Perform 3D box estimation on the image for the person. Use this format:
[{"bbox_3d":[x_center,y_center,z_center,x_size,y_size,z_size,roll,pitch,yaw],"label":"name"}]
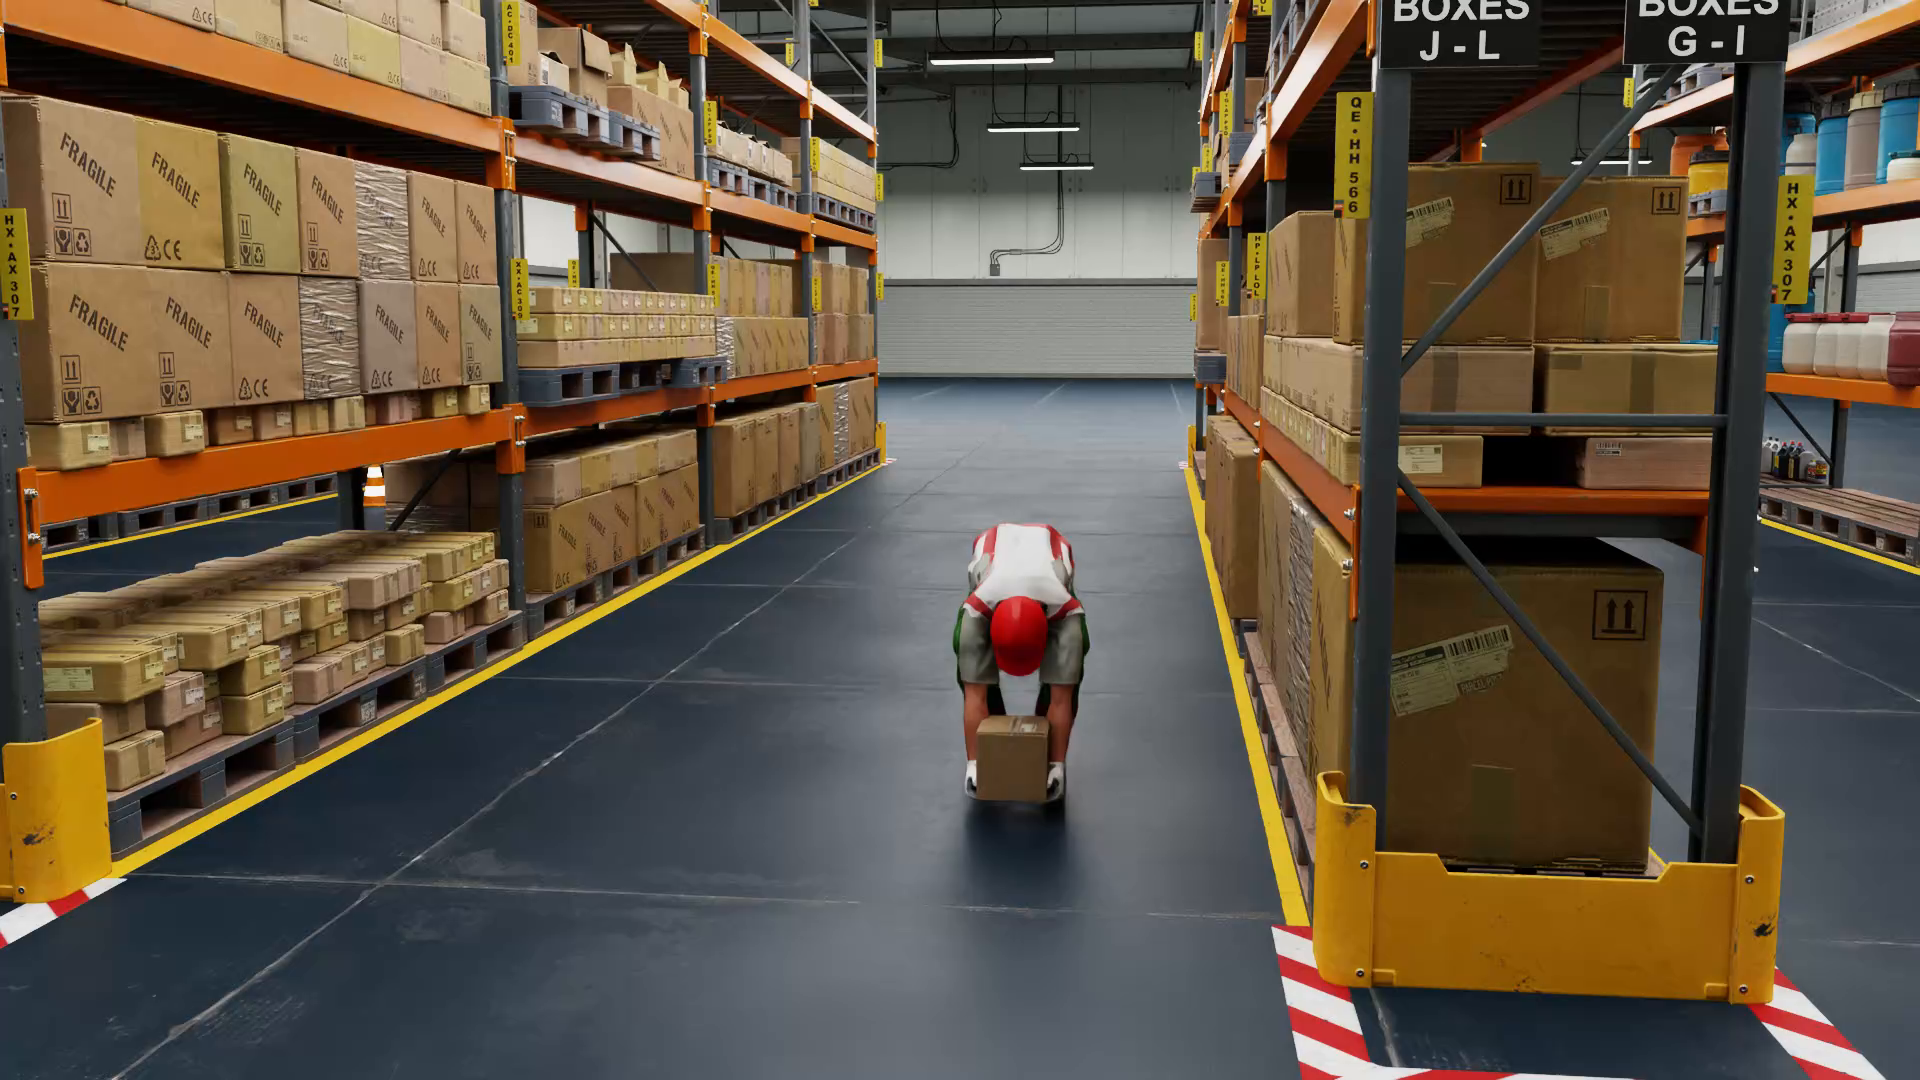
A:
[{"bbox_3d":[4.122,-0.202,11.243,7.682,0.997,11.568,0,8,3],"label":"person"}]
